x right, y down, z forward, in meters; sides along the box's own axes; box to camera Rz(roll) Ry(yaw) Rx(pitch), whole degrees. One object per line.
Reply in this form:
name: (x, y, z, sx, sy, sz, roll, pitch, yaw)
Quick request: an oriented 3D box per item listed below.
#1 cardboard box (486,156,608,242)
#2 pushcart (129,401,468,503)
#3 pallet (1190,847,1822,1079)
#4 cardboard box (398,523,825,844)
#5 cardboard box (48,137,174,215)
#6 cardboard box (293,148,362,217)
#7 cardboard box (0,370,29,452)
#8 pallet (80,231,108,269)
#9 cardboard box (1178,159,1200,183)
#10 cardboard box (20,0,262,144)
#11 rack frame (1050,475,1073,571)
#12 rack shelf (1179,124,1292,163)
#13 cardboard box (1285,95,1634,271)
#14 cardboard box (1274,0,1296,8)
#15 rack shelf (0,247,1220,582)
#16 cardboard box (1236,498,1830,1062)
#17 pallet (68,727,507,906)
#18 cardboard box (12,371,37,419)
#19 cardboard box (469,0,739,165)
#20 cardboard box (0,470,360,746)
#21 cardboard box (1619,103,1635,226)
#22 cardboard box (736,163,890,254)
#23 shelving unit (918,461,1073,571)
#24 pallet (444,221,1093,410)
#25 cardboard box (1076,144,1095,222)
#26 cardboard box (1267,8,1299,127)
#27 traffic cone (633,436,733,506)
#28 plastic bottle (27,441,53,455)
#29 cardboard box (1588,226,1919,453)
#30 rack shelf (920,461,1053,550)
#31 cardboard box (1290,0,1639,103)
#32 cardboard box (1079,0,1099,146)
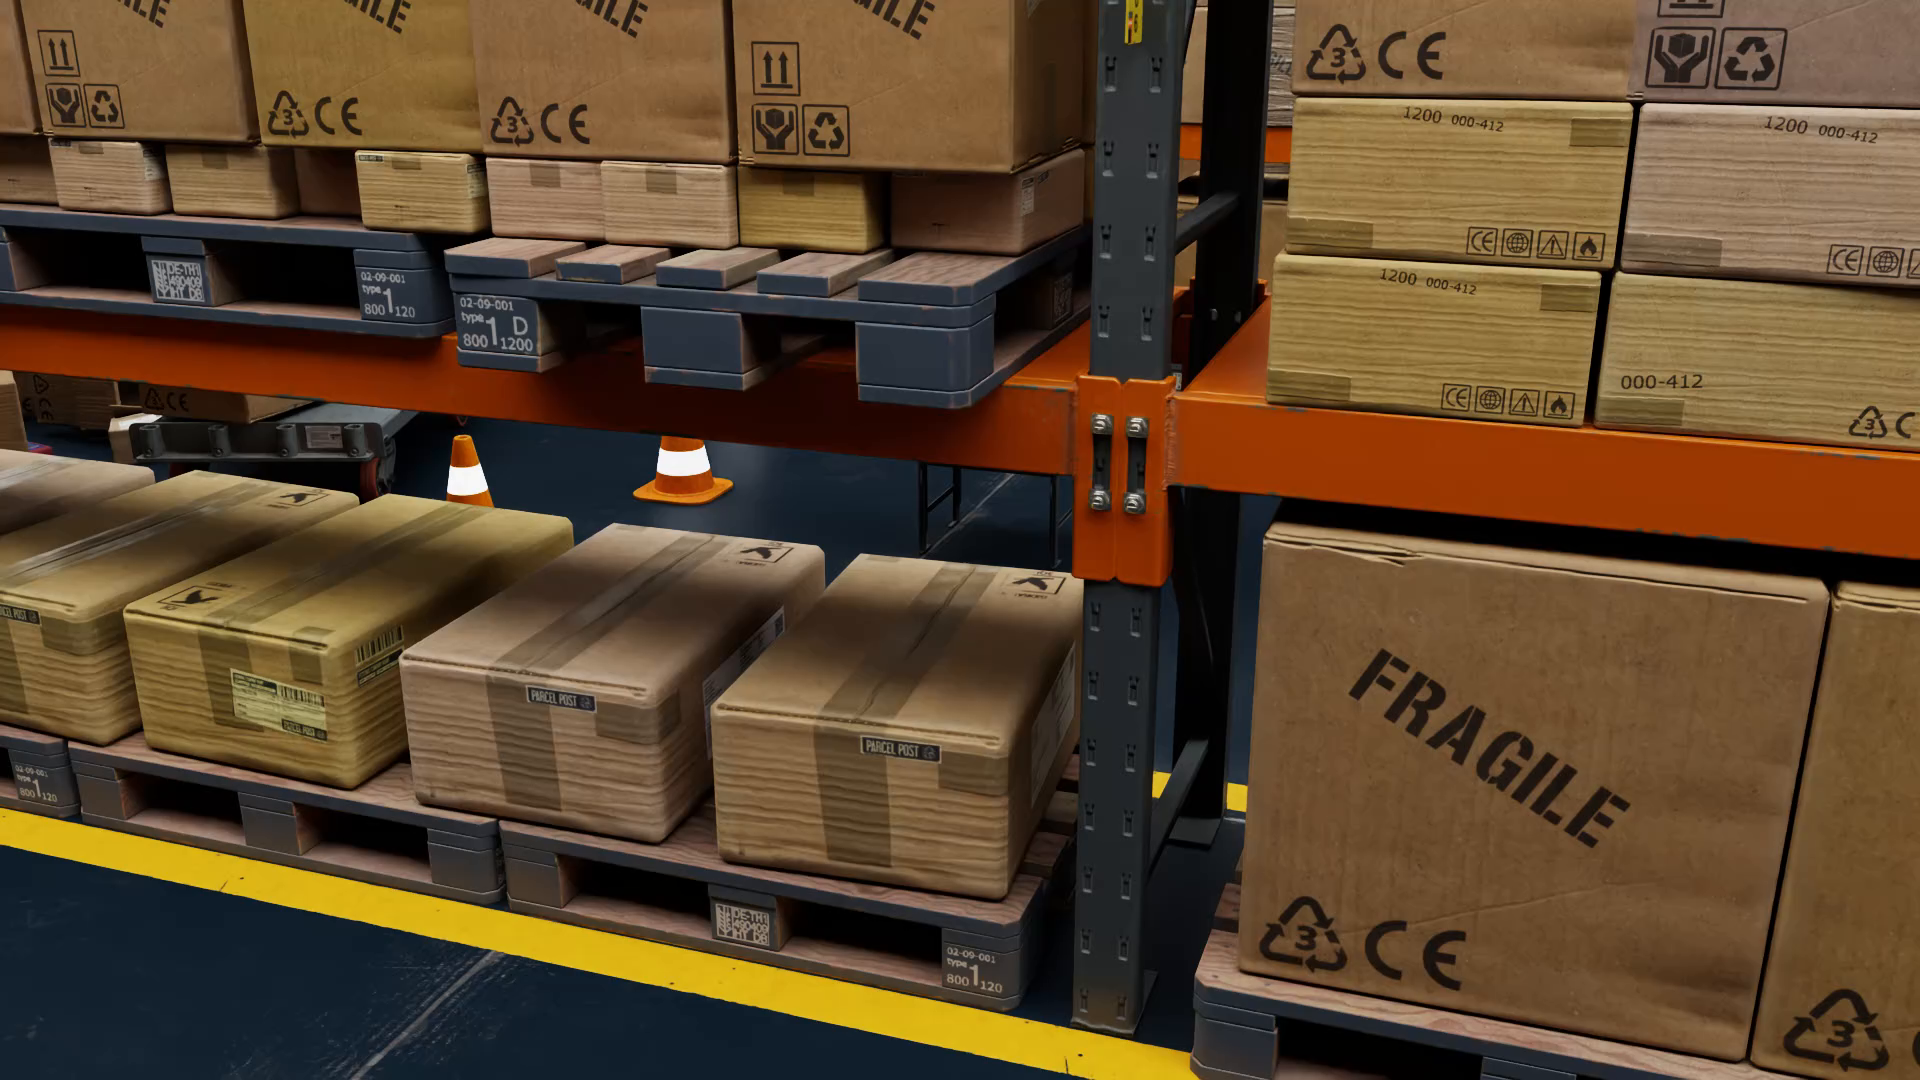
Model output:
cardboard box: (-0.708, -0.689, 3.239, 0.250, 0.149, 0.380, 6, 20, 15)
pushcart: (-2.634, -0.506, 6.954, 0.936, 0.377, 1.648, 0, 19, -1)
pallet: (1.163, 0.828, 3.381, 1.213, 0.211, 1.003, 7, 20, 18)
cardboard box: (-0.787, 0.304, 4.003, 0.625, 0.372, 0.950, 6, 20, 17)
cardboard box: (-1.695, -0.802, 3.564, 0.250, 0.149, 0.380, 7, 21, 20)
cardboard box: (-1.169, -0.781, 3.502, 0.250, 0.149, 0.380, 7, 20, 18)
cardboard box: (-3.901, -0.389, 6.430, 0.500, 0.500, 0.500, -11, 22, -29)
pallet: (-2.661, -0.811, 4.138, 1.213, 0.211, 1.003, 7, 20, 18)
cardboard box: (1.990, -2.888, 12.932, 0.500, 0.500, 0.700, 8, 21, 23)
cardboard box: (-1.562, -1.112, 3.468, 0.500, 0.500, 0.500, 6, 20, 16)
rack frame: (0.387, -0.947, 5.604, 0.015, 2.100, 0.400, 7, 20, 18)
rack shelf: (0.083, -2.024, 8.419, 4.000, 0.370, 1.077, 7, 20, 18)
cardboard box: (0.841, -0.631, 2.799, 0.500, 0.250, 0.500, 6, 20, 18)
cardboard box: (1.552, -2.719, 7.647, 0.500, 0.500, 0.700, 6, 20, 18)
rack shelf: (-1.446, -0.474, 3.972, 4.000, 0.370, 1.077, 7, 20, 18)
cardboard box: (1.069, 0.308, 3.226, 0.875, 0.875, 0.875, 6, 20, 18)
pallet: (-1.443, 0.502, 4.316, 1.213, 0.211, 1.003, 7, 20, 18)
cardboard box: (-4.624, -0.880, 7.838, 0.637, 0.503, 0.797, -7, 20, -20)
cardboard box: (-0.569, -0.999, 3.142, 0.500, 0.500, 0.500, 6, 20, 17)
cardboard box: (-2.159, 0.145, 4.457, 0.625, 0.372, 0.950, 8, 21, 21)
cardboard box: (1.470, -0.735, 3.097, 0.500, 0.250, 0.500, 6, 20, 17)
cardboard box: (-0.220, -0.646, 3.116, 0.250, 0.149, 0.380, 7, 20, 19)
shelving unit: (0.156, -0.974, 5.679, 0.503, 2.100, 0.431, 7, 20, 18)
pallet: (-0.265, -0.551, 3.391, 1.003, 0.211, 1.213, 7, 20, 18)
cardboard box: (0.197, -0.770, 3.472, 0.250, 0.149, 0.380, 5, 20, 15)
cardboard box: (1.459, -2.160, 7.564, 0.500, 0.500, 0.500, 7, 20, 18)
traffic cone: (-1.102, -0.413, 6.557, 0.334, 0.463, 0.336, 7, 20, 18)
plastic bottle: (-3.939, -0.365, 7.030, 0.283, 0.061, 0.133, 10, 22, 27)
cardboard box: (1.314, -0.346, 2.739, 0.500, 0.250, 0.500, 6, 20, 16)
rack shelf: (0.156, -0.300, 5.914, 0.480, 0.518, 0.431, 7, 20, 18)
cardboard box: (0.829, -0.988, 2.682, 0.500, 0.500, 0.500, 6, 20, 16)
cardboard box: (0.094, -1.104, 3.445, 0.500, 0.500, 0.500, 6, 20, 17)
